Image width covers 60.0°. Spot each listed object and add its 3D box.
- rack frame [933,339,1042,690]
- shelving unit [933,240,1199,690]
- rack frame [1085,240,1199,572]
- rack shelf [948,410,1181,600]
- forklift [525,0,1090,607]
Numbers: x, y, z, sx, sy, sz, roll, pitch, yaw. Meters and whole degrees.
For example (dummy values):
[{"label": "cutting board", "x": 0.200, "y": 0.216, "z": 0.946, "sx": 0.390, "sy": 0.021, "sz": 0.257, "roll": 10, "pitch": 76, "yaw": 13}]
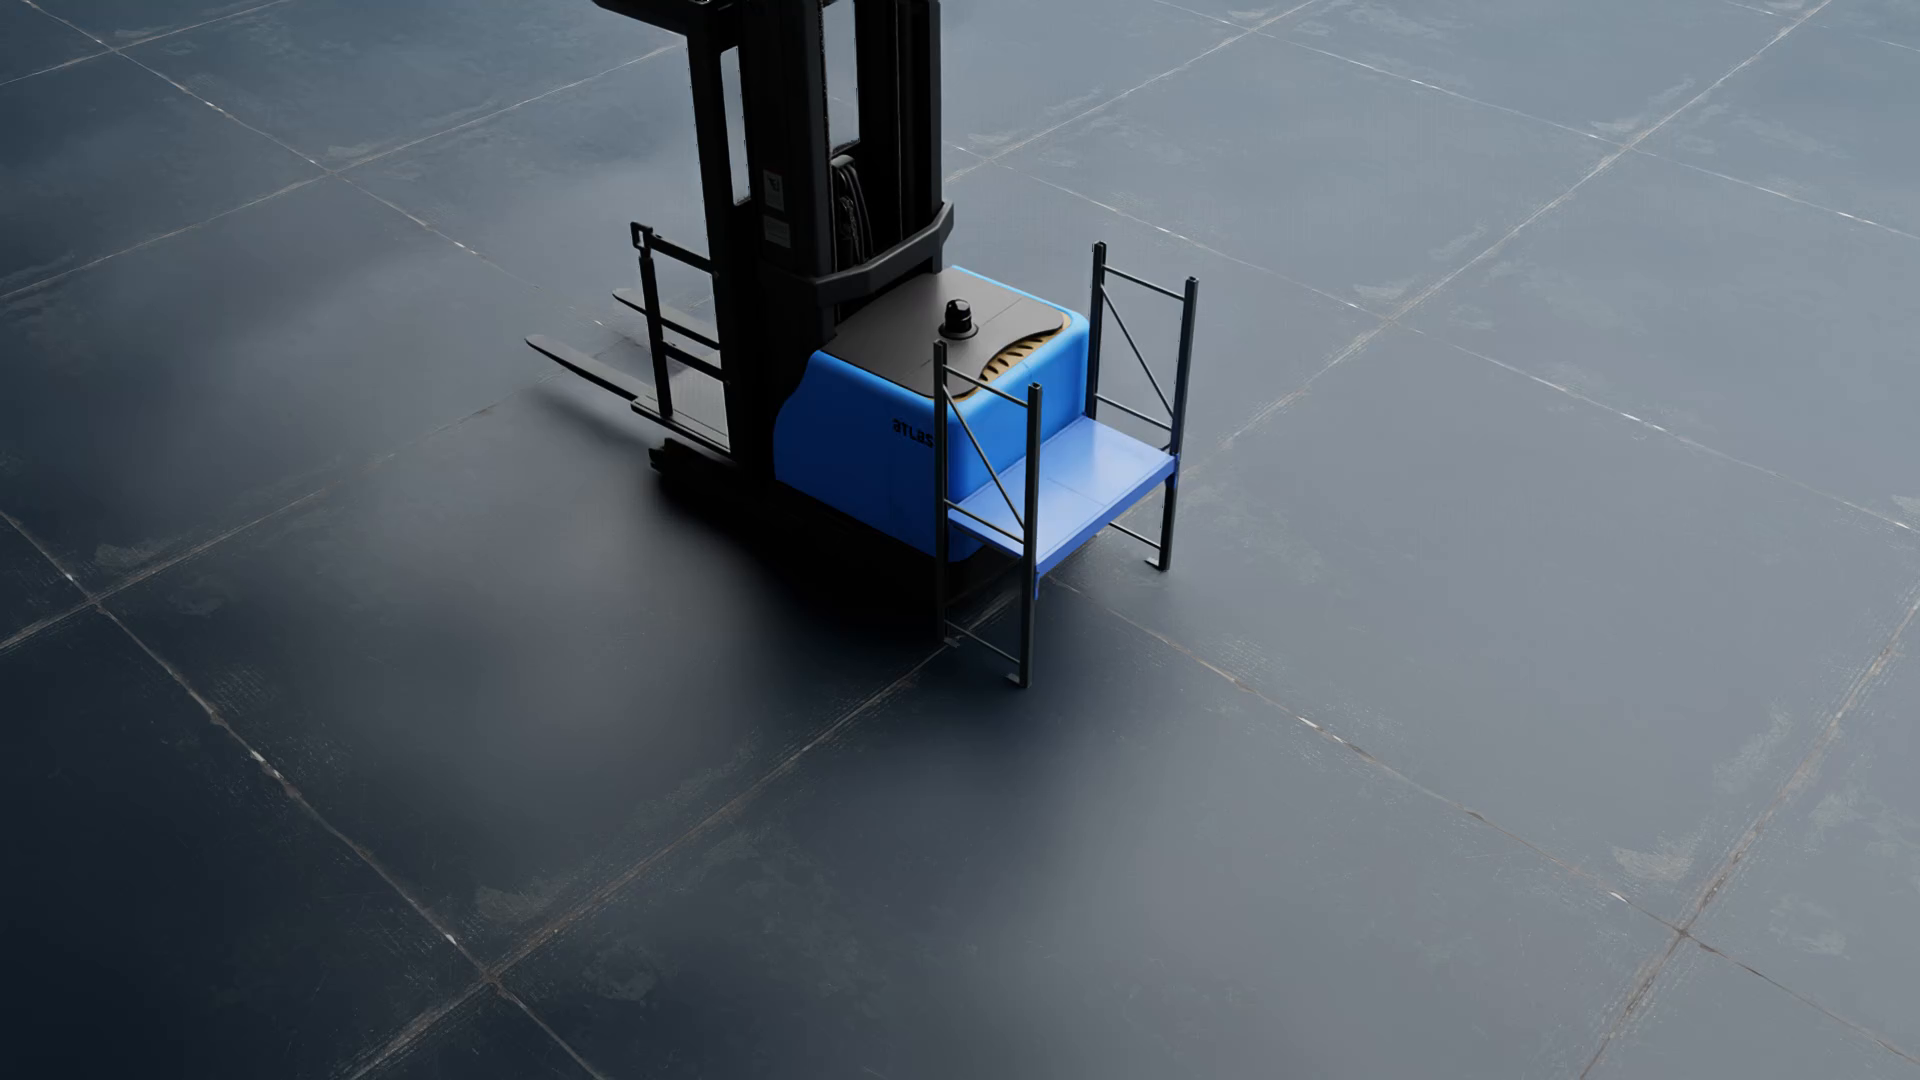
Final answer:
[{"label": "rack frame", "x": 0.099, "y": -0.068, "z": 6.630, "sx": 0.500, "sy": 1.500, "sz": 0.032, "roll": 28, "pitch": 46, "yaw": 30}, {"label": "shelving unit", "x": 0.428, "y": -0.309, "z": 6.934, "sx": 0.538, "sy": 1.500, "sz": 1.048, "roll": 28, "pitch": 46, "yaw": 30}, {"label": "rack frame", "x": 0.756, "y": -0.551, "z": 7.238, "sx": 0.500, "sy": 1.500, "sz": 0.032, "roll": 28, "pitch": 46, "yaw": 30}, {"label": "rack shelf", "x": 0.428, "y": -0.169, "z": 7.046, "sx": 0.538, "sy": 0.185, "sz": 1.000, "roll": 28, "pitch": 46, "yaw": 30}, {"label": "forklift", "x": -0.886, "y": -1.609, "z": 7.419, "sx": 3.031, "sy": 2.935, "sz": 1.130, "roll": 26, "pitch": 45, "yaw": 29}]
